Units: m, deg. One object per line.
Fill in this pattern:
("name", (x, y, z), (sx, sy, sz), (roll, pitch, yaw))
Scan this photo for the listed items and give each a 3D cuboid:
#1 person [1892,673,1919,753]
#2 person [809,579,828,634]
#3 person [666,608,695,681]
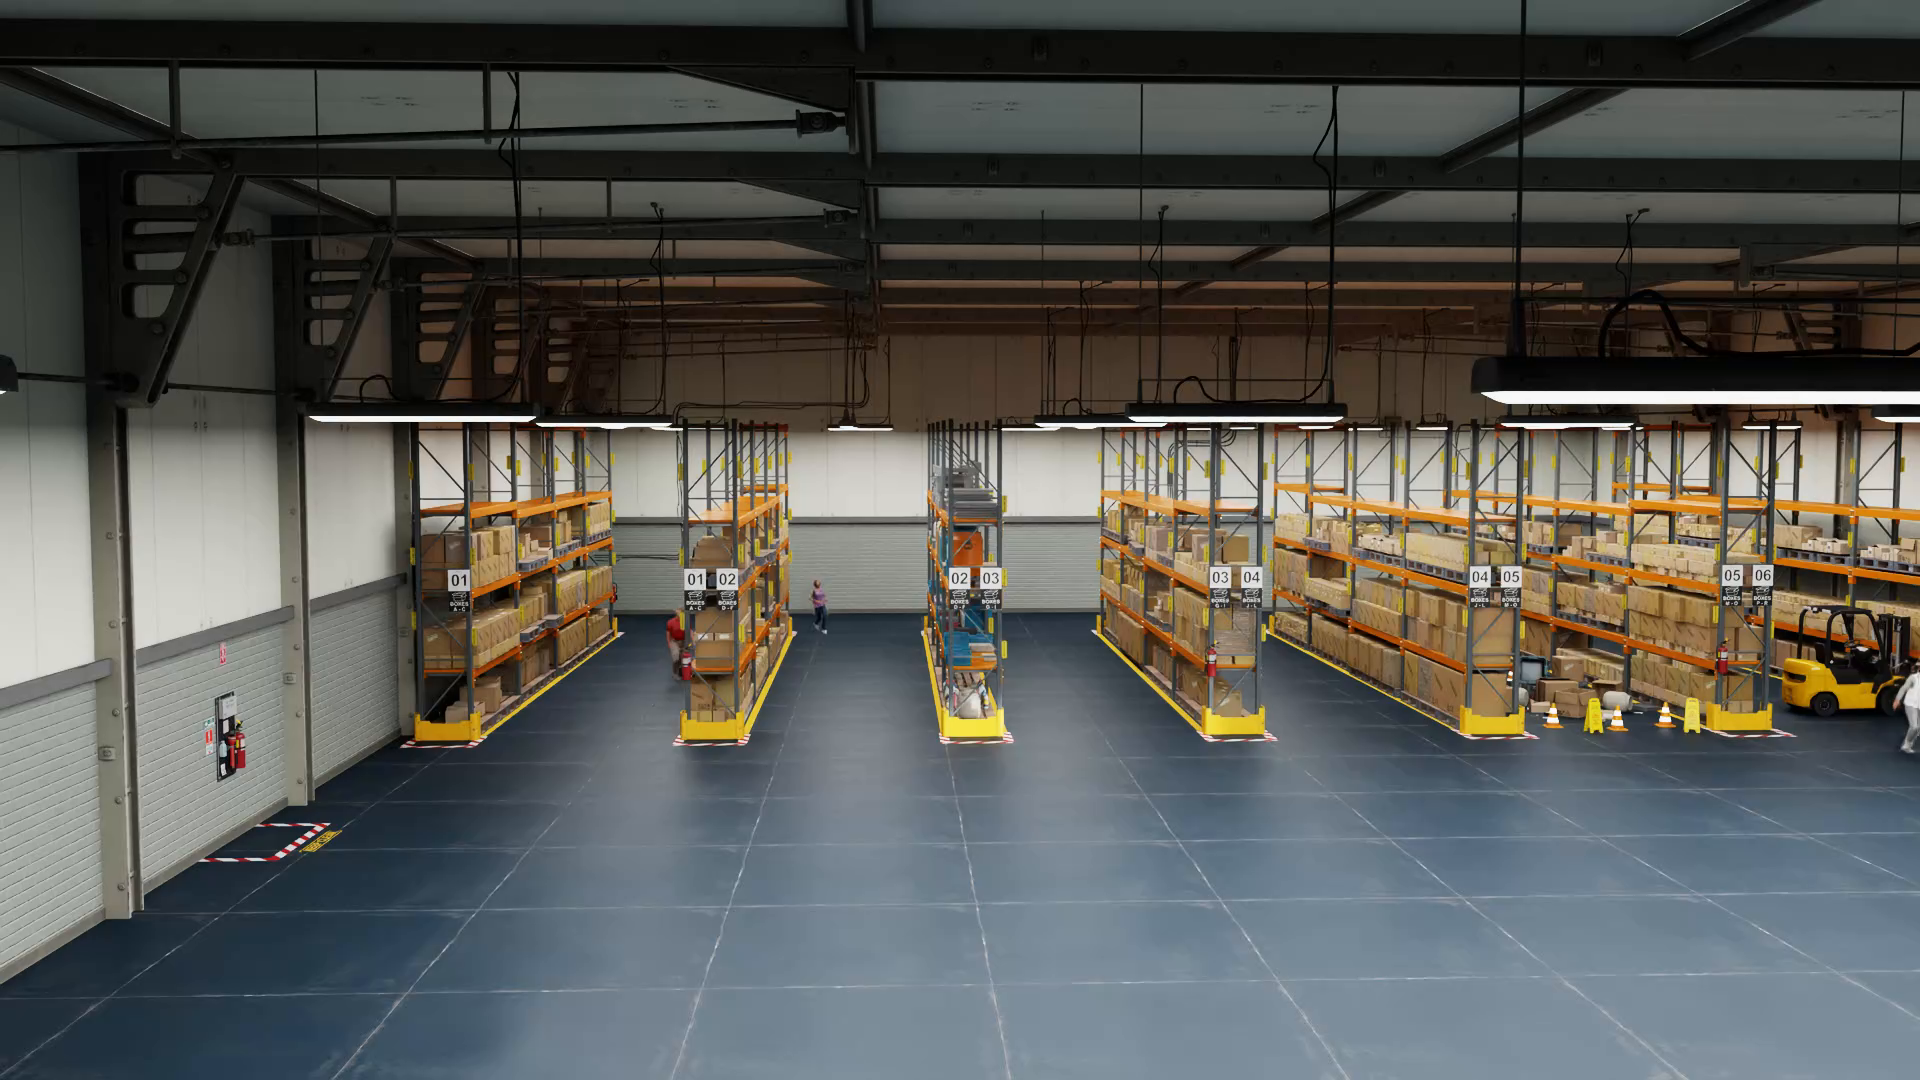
("person", (17.061, 2.963, 29.558), (0.647, 1.721, 0.719), (0, 4, -5))
("person", (-4.080, 1.901, 47.746), (0.576, 1.555, 0.737), (-2, 4, -34))
("person", (-6.489, 2.423, 38.603), (0.631, 1.716, 0.632), (-3, 4, -35))
